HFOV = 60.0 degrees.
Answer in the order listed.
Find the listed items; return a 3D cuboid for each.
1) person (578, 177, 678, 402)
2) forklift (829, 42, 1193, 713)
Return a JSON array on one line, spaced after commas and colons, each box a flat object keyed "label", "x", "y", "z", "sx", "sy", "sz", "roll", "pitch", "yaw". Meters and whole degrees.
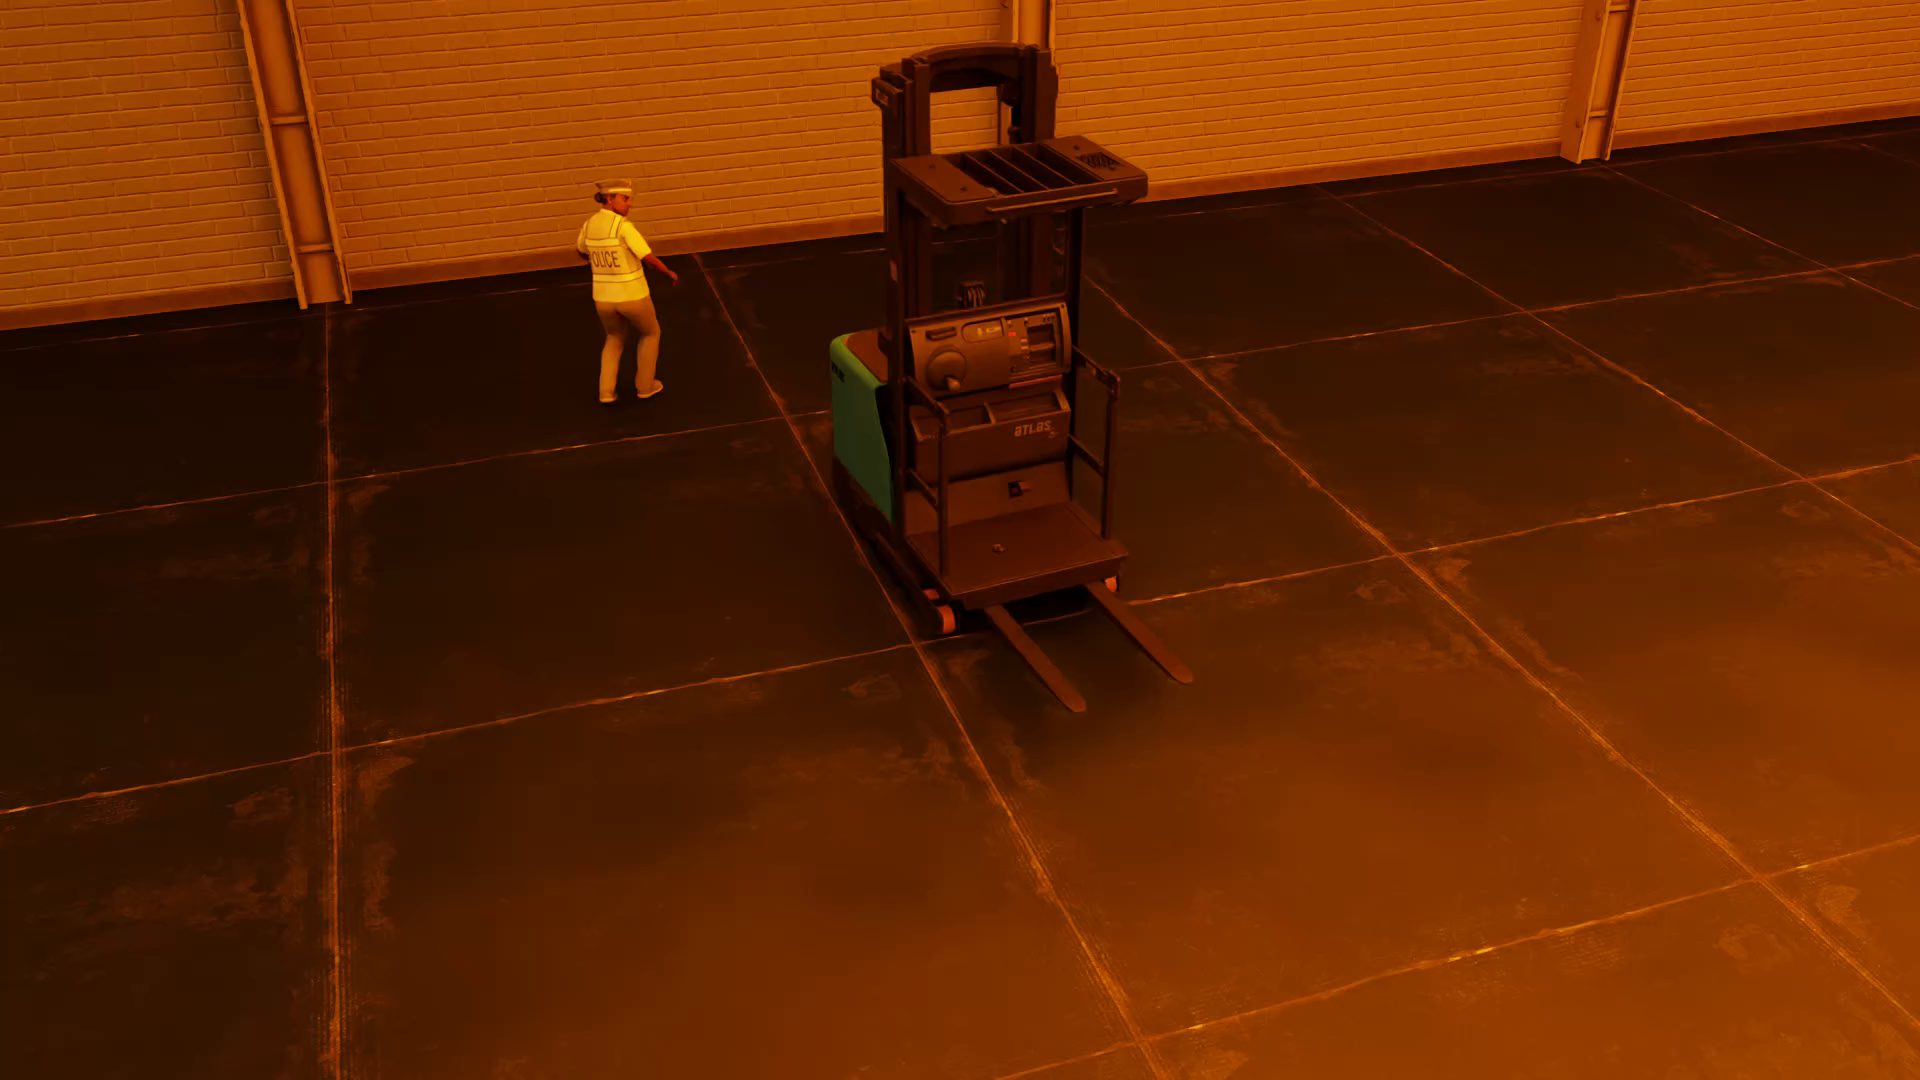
[{"label": "person", "x": -2.288, "y": -1.713, "z": 11.435, "sx": 0.695, "sy": 1.626, "sz": 0.642, "roll": 10, "pitch": 31, "yaw": 16}, {"label": "forklift", "x": 0.256, "y": -0.993, "z": 8.813, "sx": 1.130, "sy": 2.935, "sz": 3.031, "roll": -12, "pitch": 32, "yaw": -20}]
